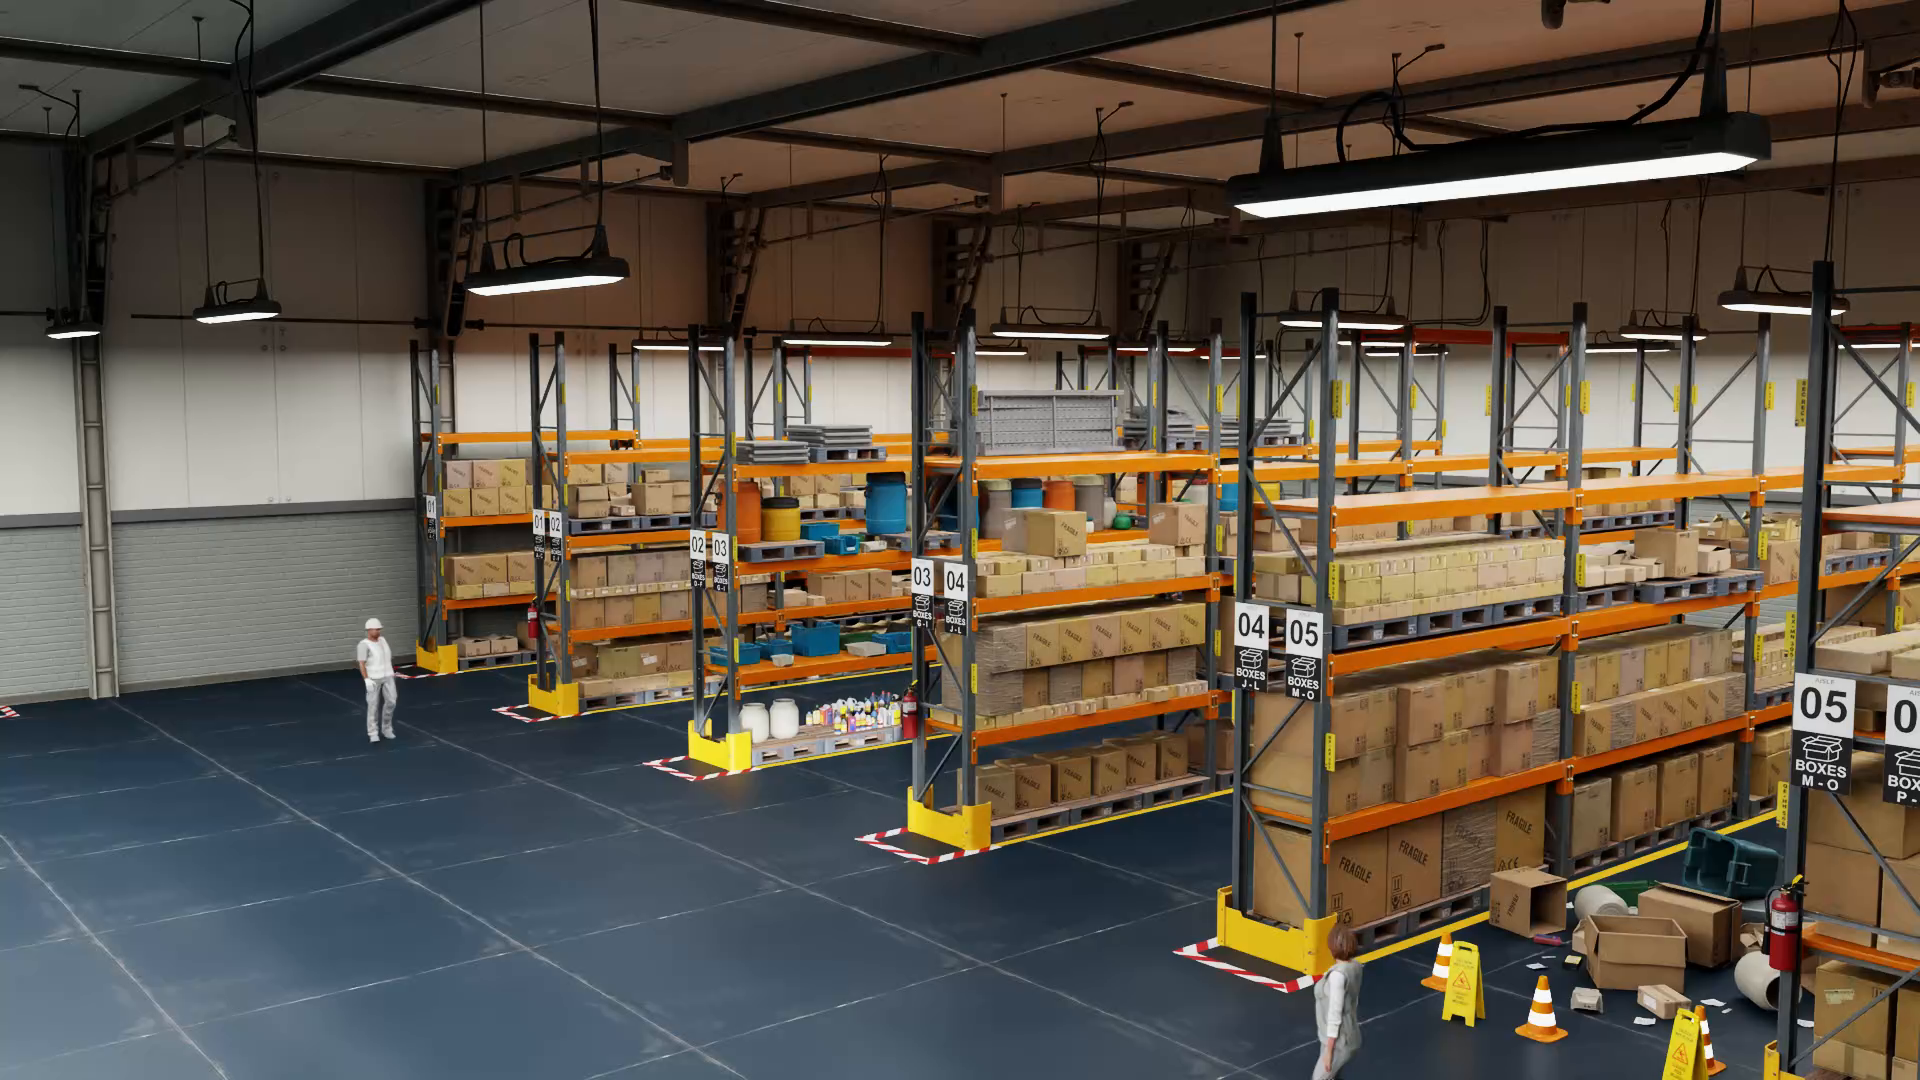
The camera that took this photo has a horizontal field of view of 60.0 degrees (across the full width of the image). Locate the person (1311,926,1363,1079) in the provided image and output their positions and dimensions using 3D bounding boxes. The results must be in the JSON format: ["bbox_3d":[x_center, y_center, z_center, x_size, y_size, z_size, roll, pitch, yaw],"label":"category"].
[{"bbox_3d":[2.518,3.337,11.002,0.440,1.599,0.398,0,5,4],"label":"person"}]

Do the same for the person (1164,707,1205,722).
[{"bbox_3d":[3.323,1.956,24.810,0.890,1.737,0.544,-4,6,-35],"label":"person"}]

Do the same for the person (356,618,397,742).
[{"bbox_3d":[-8.482,2.050,24.283,0.543,1.825,0.655,5,7,42],"label":"person"}]
